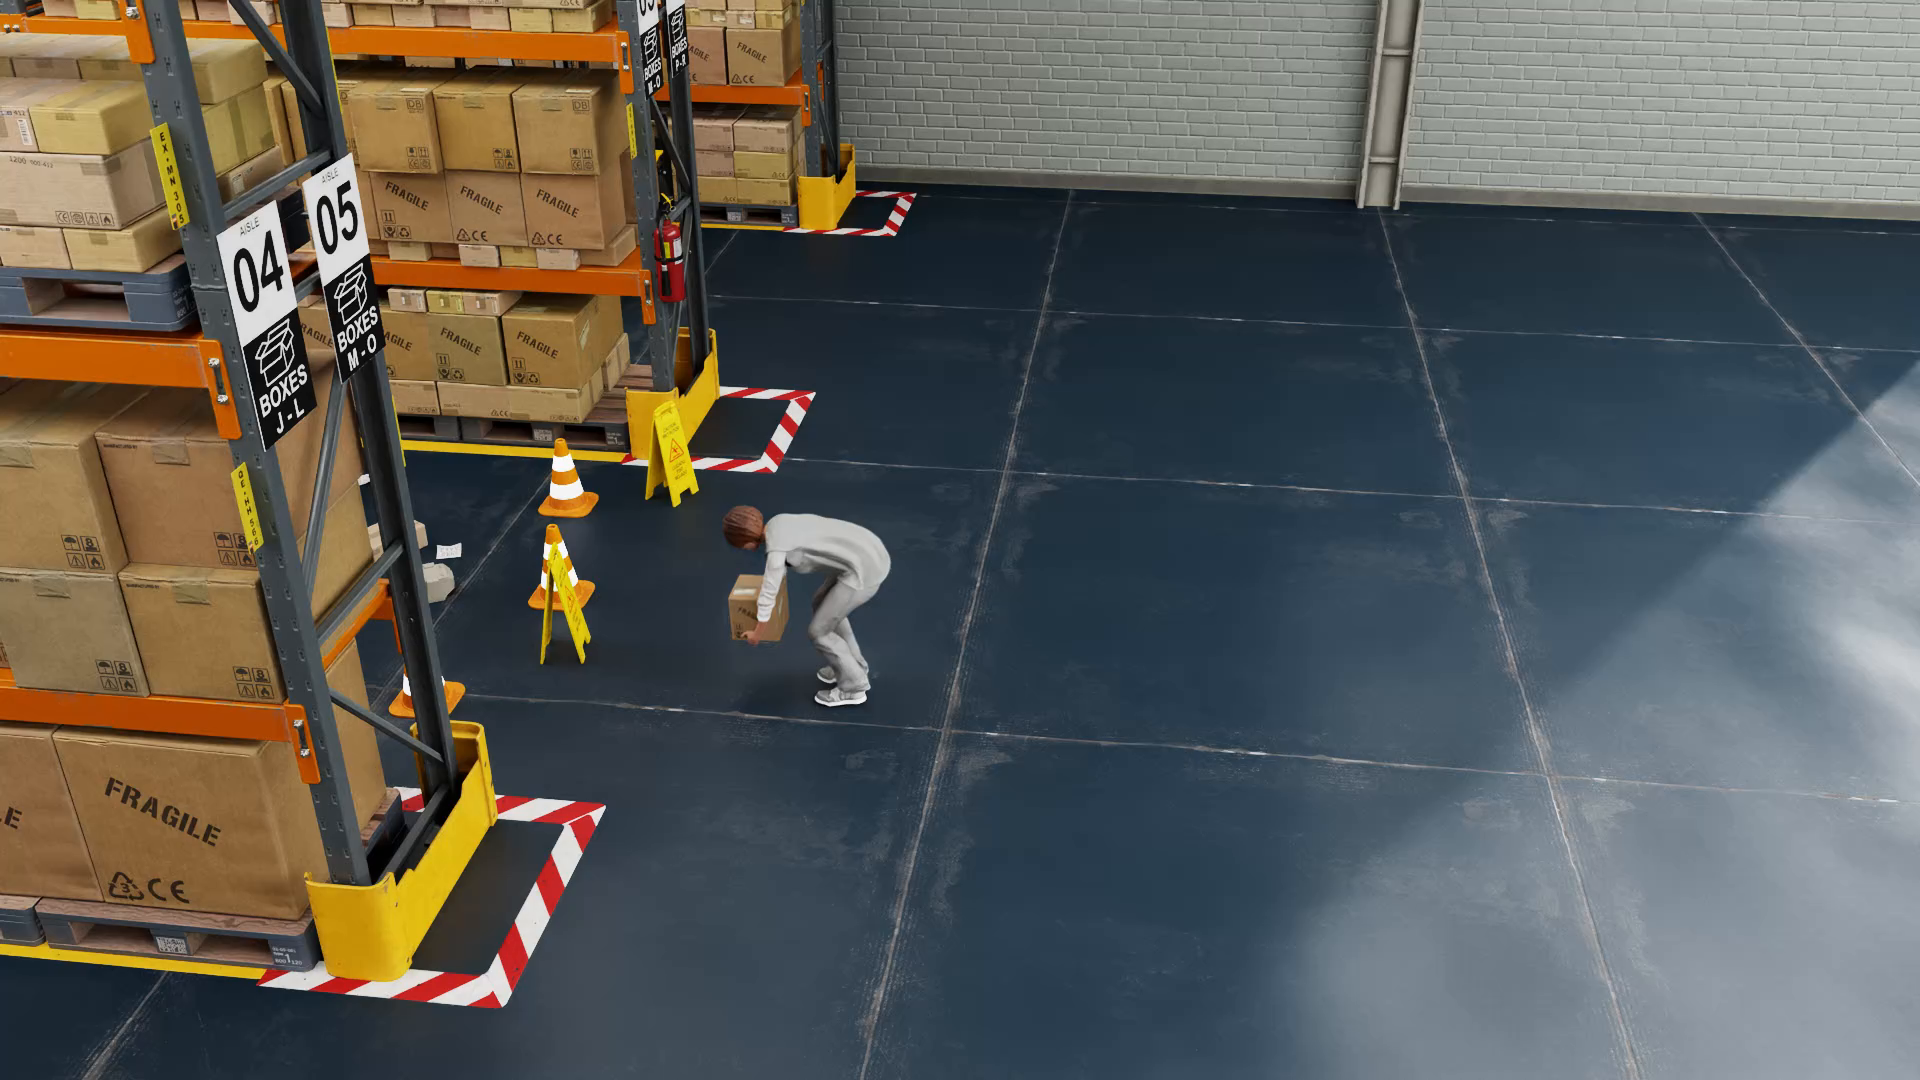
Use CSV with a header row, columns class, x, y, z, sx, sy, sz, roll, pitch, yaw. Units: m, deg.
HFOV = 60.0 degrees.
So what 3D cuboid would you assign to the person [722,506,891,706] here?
class,x,y,z,sx,sy,sz,roll,pitch,yaw
person,-0.778,0.325,8.588,0.850,1.074,0.404,2,29,4
